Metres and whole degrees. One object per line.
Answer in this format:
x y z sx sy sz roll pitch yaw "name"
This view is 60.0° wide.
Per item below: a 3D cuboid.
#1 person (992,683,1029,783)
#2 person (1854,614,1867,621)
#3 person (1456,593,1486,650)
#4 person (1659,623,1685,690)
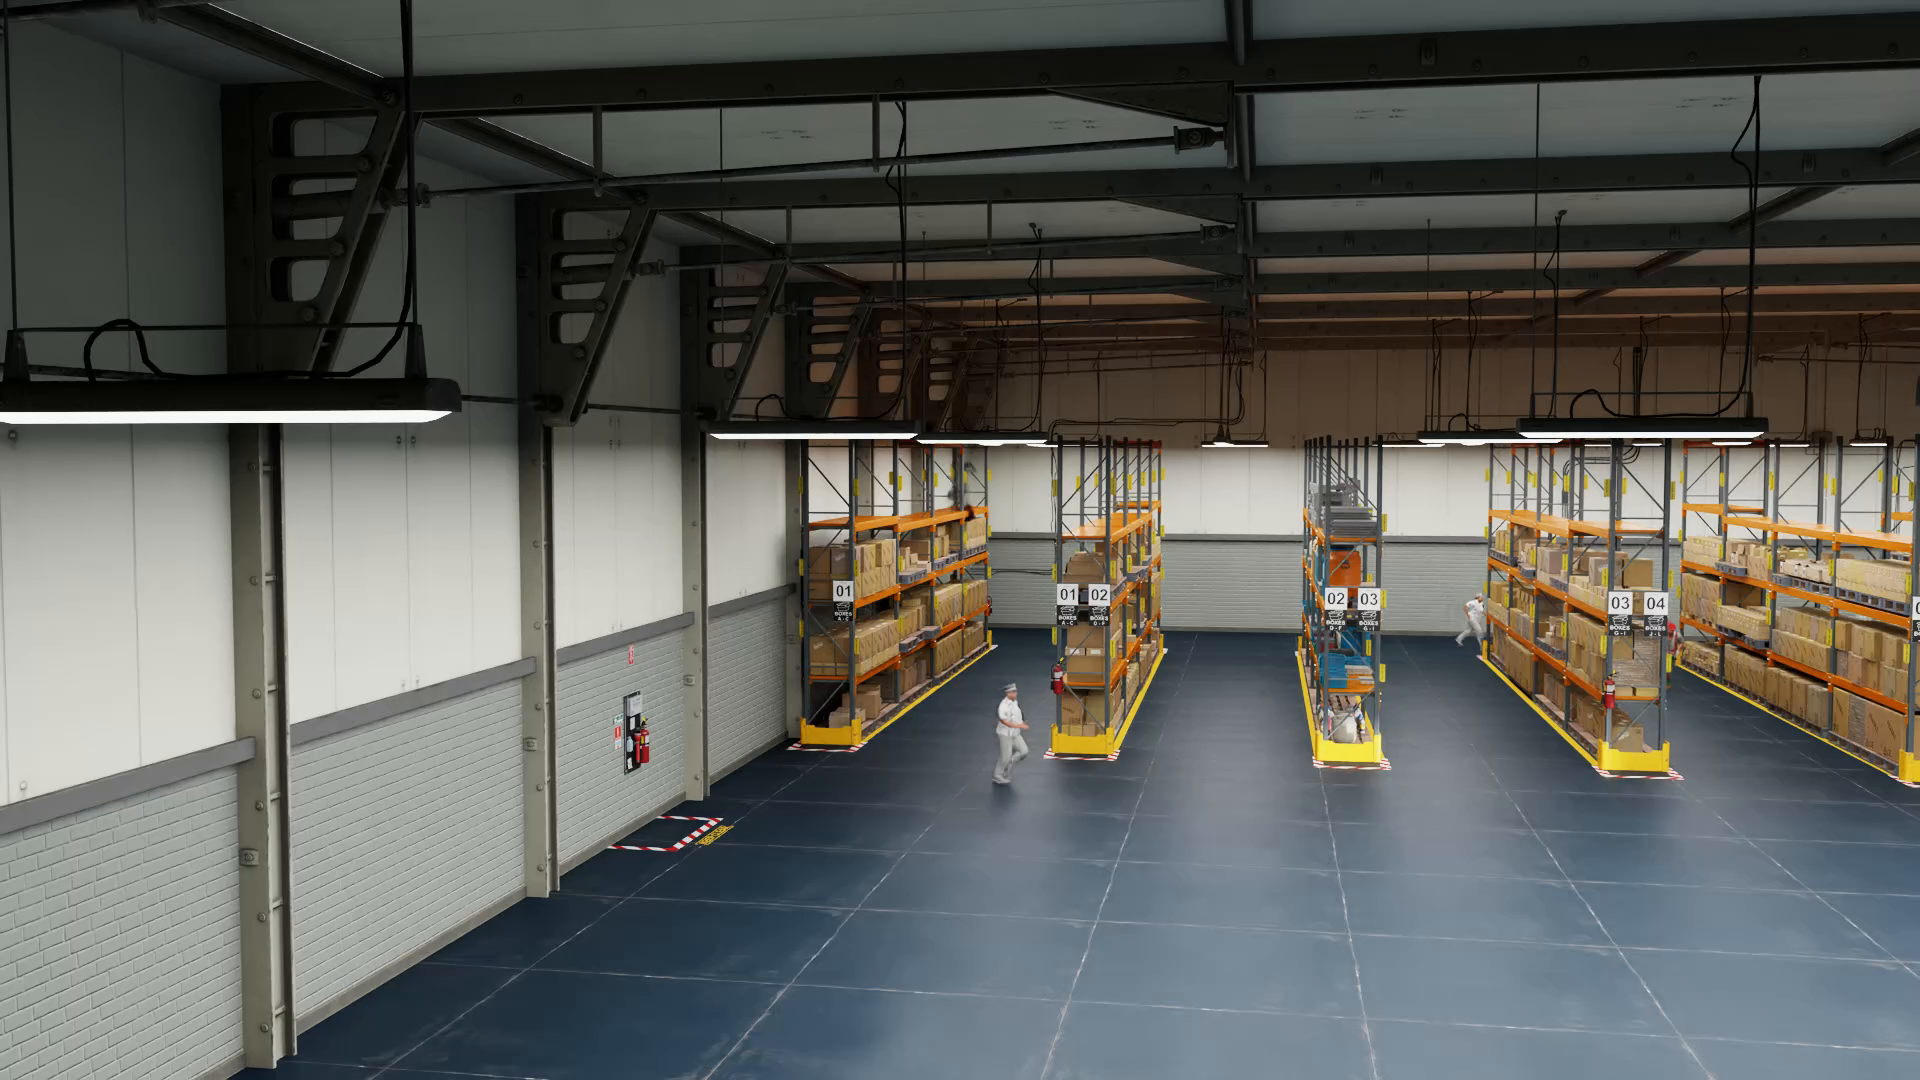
0.887 3.302 28.452 0.731 1.732 0.641 2 4 30 "person"
24.405 2.482 45.102 0.662 1.592 0.506 0 3 -3 "person"
14.707 2.337 47.744 1.040 1.674 0.607 3 4 43 "person"
17.066 2.770 40.046 0.668 1.627 1.080 1 3 18 "person"
